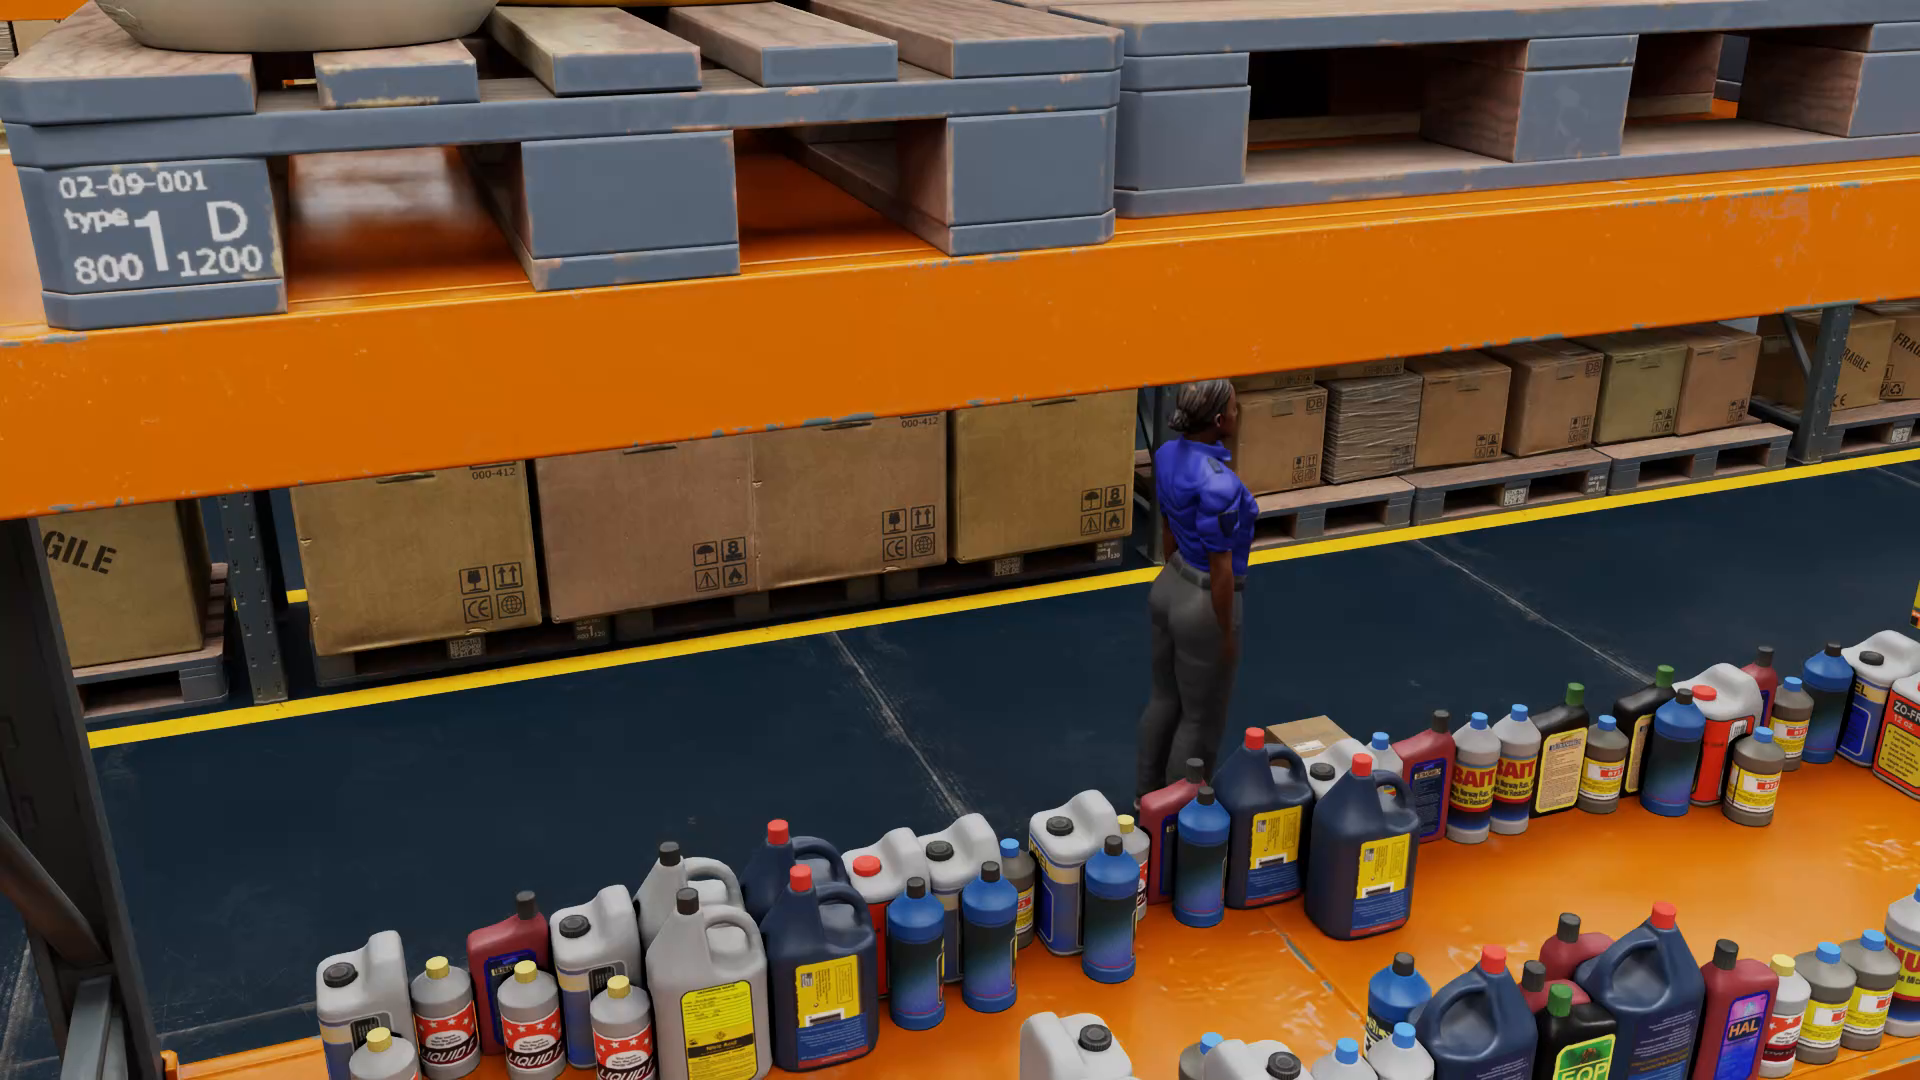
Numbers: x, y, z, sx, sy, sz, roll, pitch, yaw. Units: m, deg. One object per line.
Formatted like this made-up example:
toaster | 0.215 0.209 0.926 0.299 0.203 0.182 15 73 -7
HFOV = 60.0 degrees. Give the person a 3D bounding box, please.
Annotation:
person | 0.791 0.240 5.539 0.299 1.673 0.439 -8 24 -18
